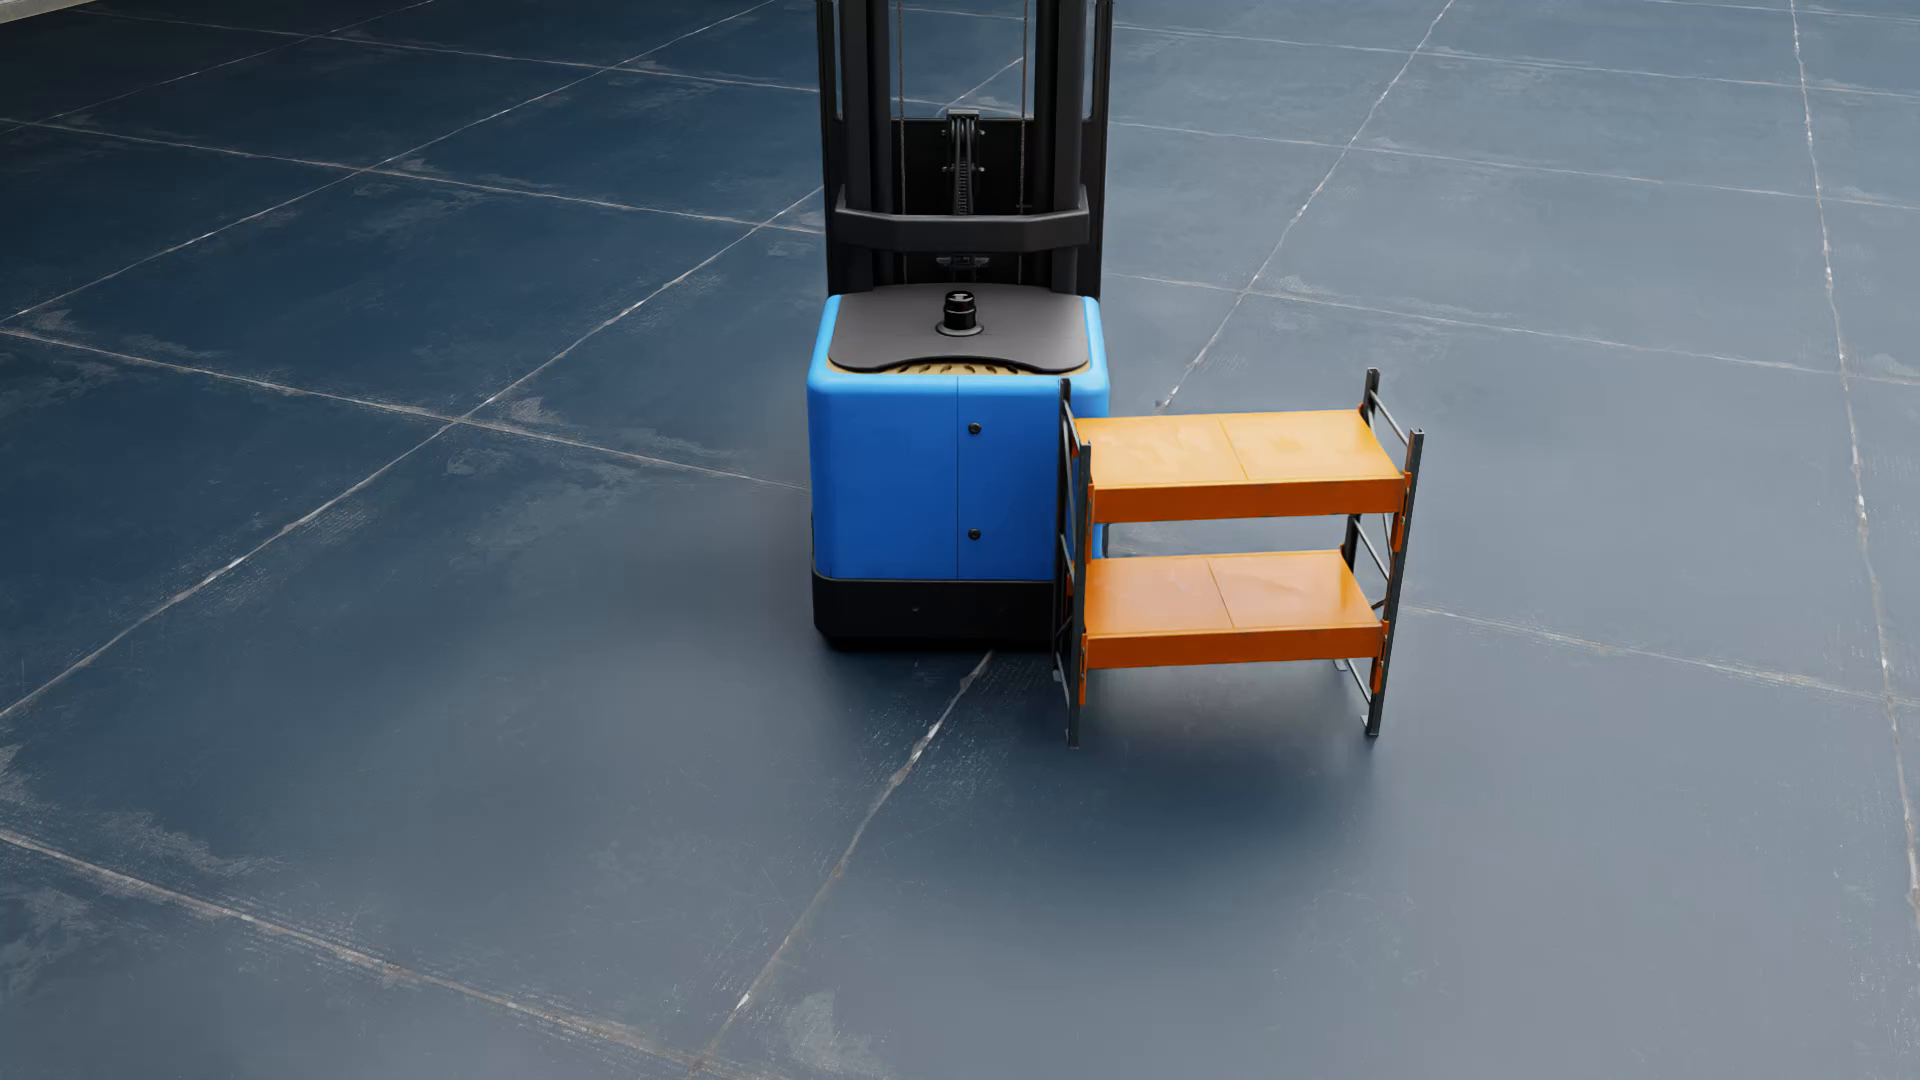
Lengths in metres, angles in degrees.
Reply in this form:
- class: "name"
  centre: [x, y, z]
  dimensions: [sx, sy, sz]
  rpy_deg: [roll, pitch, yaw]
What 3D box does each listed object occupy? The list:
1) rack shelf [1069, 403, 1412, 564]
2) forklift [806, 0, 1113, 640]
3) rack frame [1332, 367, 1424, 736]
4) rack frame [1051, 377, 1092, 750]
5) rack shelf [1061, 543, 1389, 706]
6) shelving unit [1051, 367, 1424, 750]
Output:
- class: "rack shelf"
  centre: [0.866, -0.190, 5.348]
  dimensions: [1.000, 0.278, 0.538]
  rpy_deg: [-2, 30, -4]
- class: "forklift"
  centre: [0.021, -1.603, 6.607]
  dimensions: [1.130, 2.935, 3.031]
  rpy_deg: [1, 29, 1]
- class: "rack frame"
  centre: [1.373, 0.046, 5.526]
  dimensions: [0.032, 1.125, 0.500]
  rpy_deg: [-2, 30, -4]
- class: "rack frame"
  centre: [0.359, 0.084, 5.459]
  dimensions: [0.032, 1.125, 0.500]
  rpy_deg: [-2, 30, -4]
- class: "rack shelf"
  centre: [0.866, 0.278, 5.613]
  dimensions: [1.000, 0.278, 0.538]
  rpy_deg: [-2, 30, -4]
- class: "shelving unit"
  centre: [0.866, 0.065, 5.492]
  dimensions: [1.048, 1.125, 0.538]
  rpy_deg: [-2, 30, -4]
